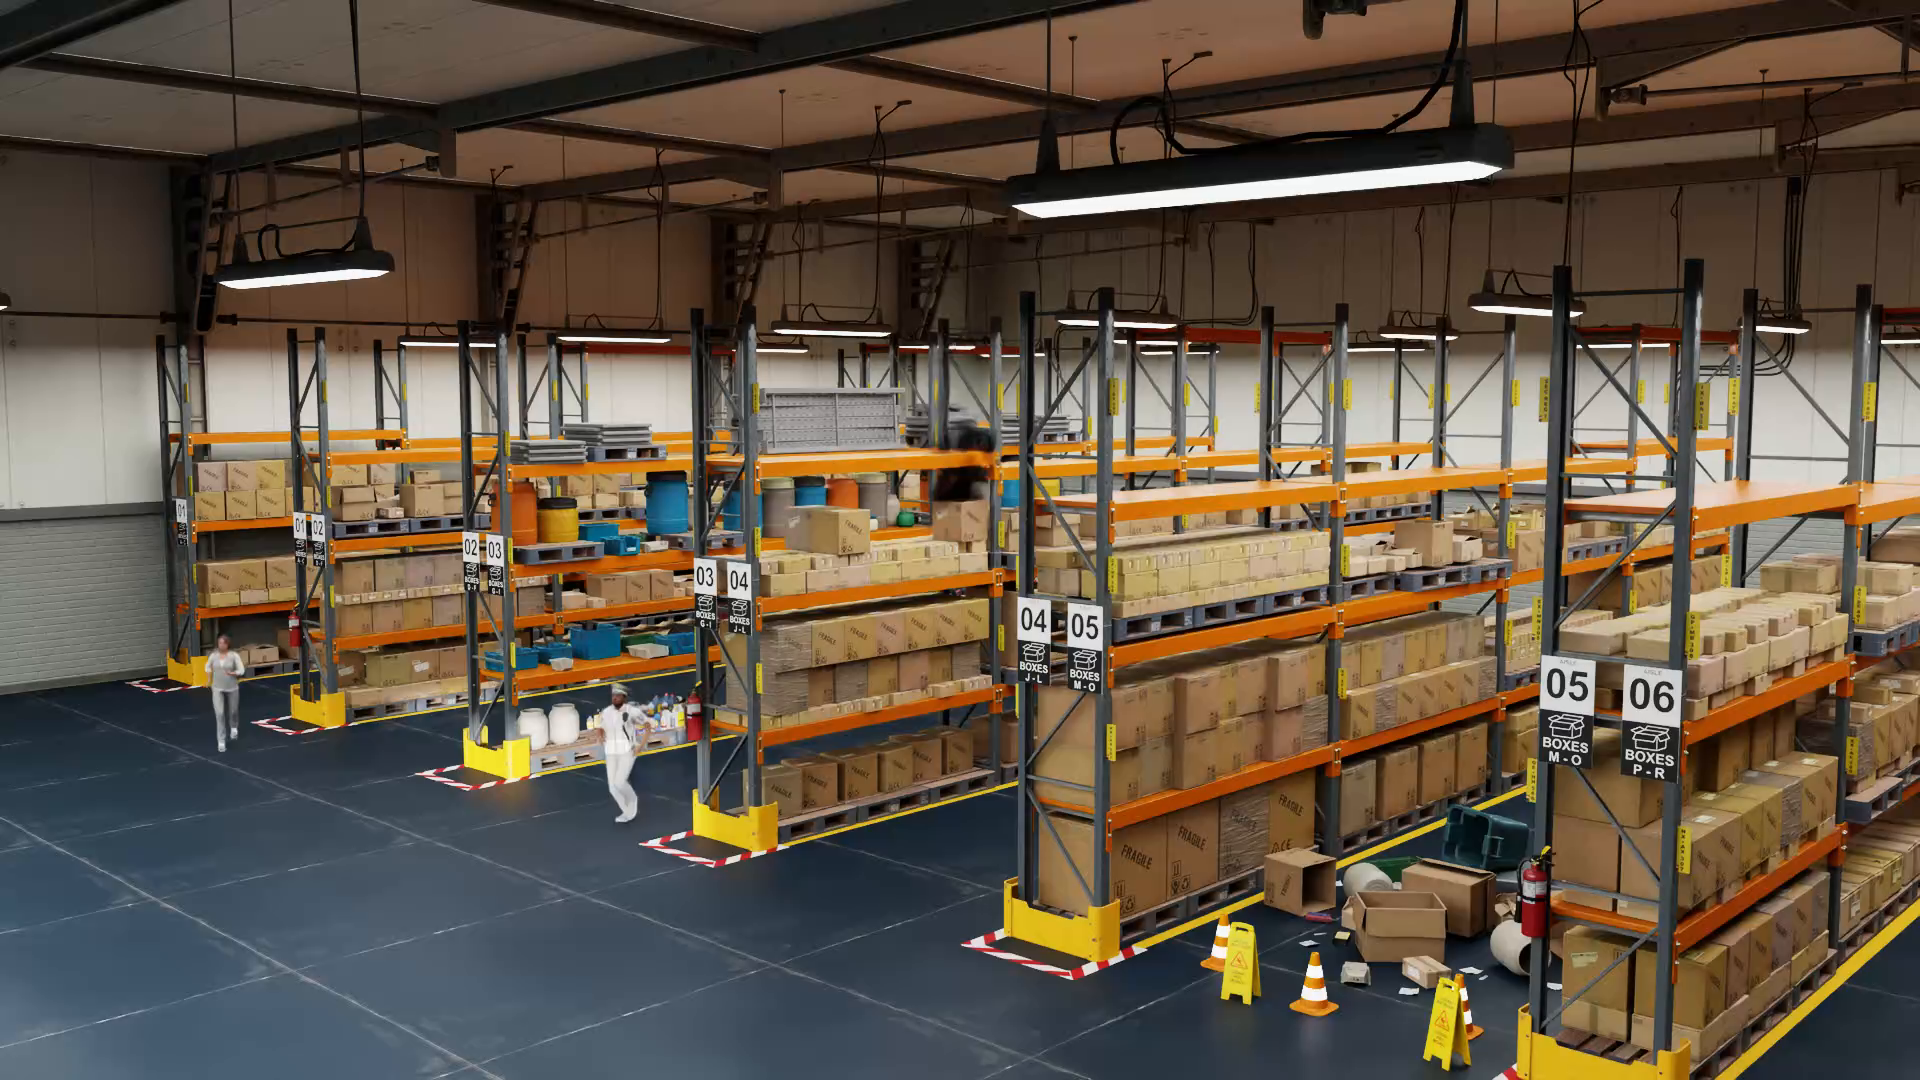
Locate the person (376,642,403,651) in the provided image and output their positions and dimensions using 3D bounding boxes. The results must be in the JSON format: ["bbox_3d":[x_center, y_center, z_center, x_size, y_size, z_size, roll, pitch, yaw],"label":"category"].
[{"bbox_3d":[-9.818,1.587,28.714,0.664,1.739,0.603,3,6,30],"label":"person"}]

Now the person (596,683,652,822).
[{"bbox_3d":[-3.988,2.501,19.471,0.641,1.654,0.532,2,6,16],"label":"person"}]

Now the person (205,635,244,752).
[{"bbox_3d":[-10.414,2.137,23.563,0.534,1.589,0.890,-2,6,-20],"label":"person"}]
